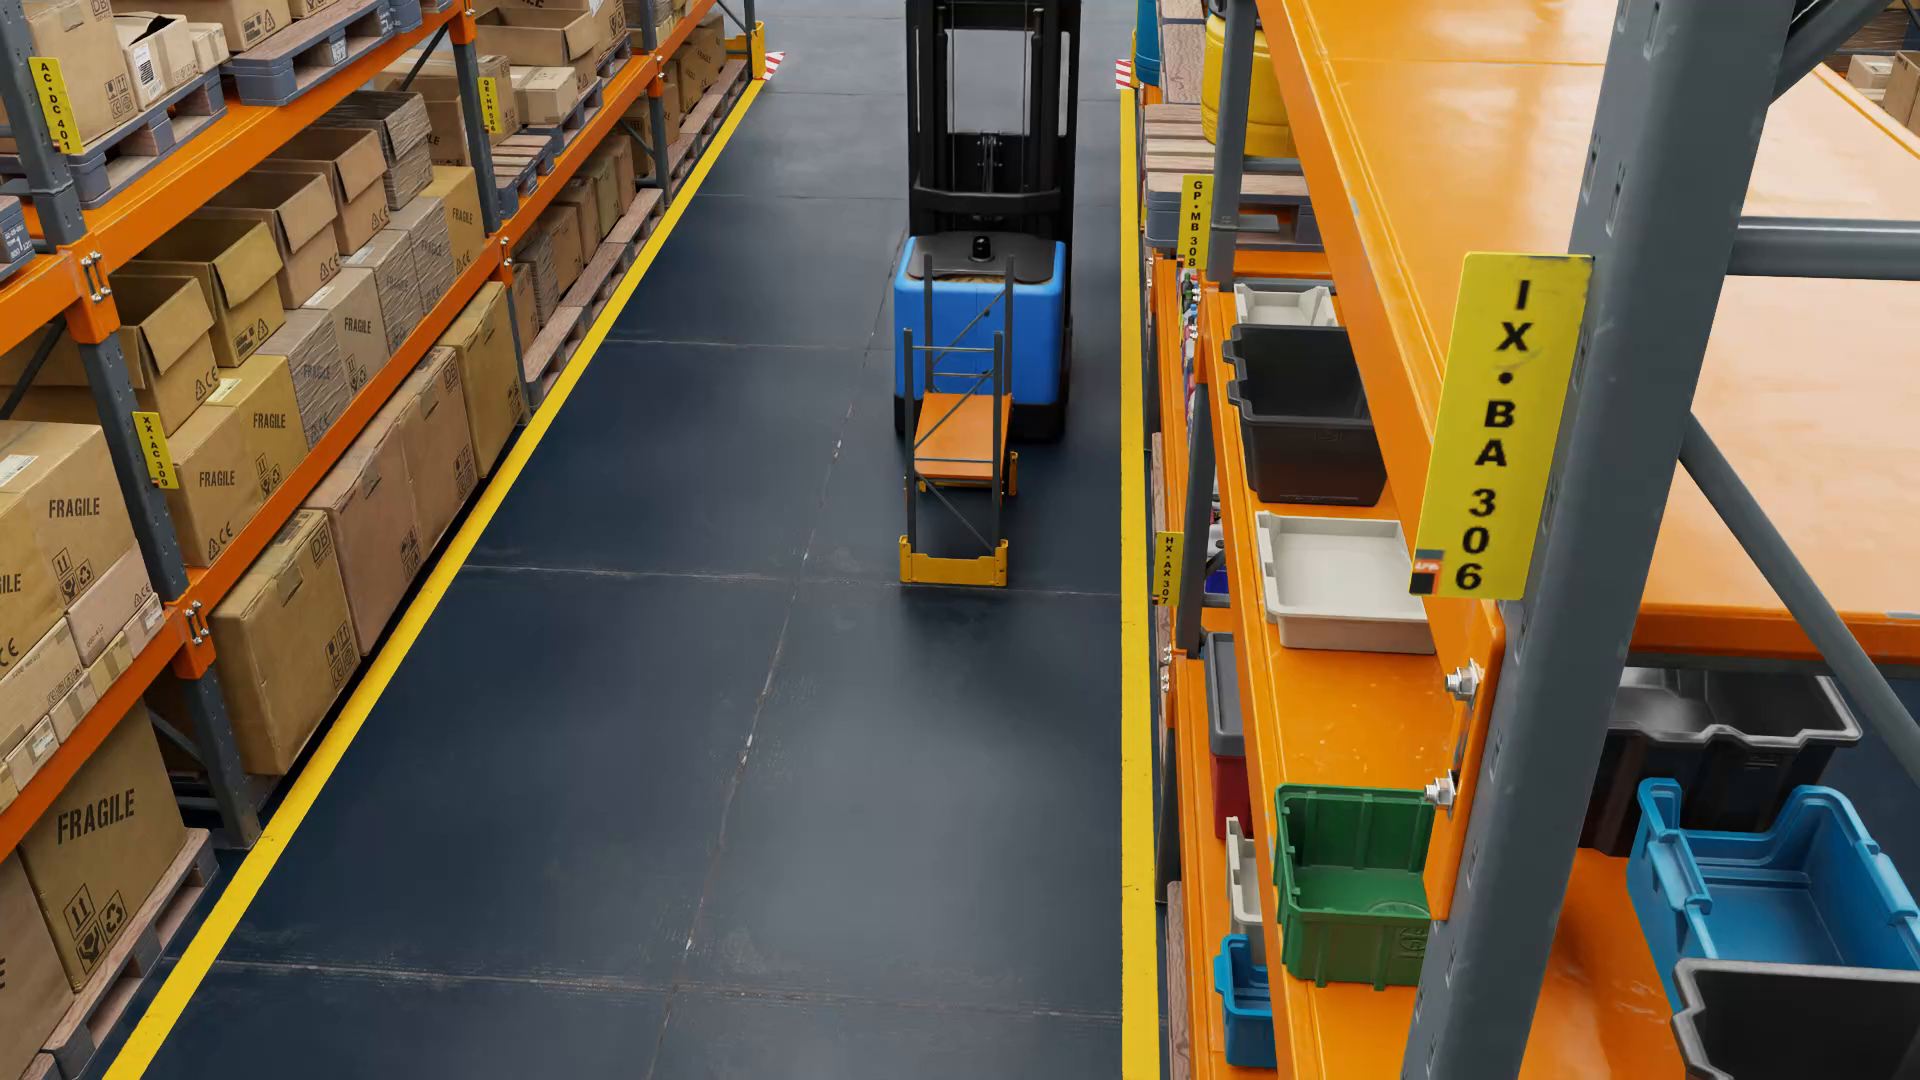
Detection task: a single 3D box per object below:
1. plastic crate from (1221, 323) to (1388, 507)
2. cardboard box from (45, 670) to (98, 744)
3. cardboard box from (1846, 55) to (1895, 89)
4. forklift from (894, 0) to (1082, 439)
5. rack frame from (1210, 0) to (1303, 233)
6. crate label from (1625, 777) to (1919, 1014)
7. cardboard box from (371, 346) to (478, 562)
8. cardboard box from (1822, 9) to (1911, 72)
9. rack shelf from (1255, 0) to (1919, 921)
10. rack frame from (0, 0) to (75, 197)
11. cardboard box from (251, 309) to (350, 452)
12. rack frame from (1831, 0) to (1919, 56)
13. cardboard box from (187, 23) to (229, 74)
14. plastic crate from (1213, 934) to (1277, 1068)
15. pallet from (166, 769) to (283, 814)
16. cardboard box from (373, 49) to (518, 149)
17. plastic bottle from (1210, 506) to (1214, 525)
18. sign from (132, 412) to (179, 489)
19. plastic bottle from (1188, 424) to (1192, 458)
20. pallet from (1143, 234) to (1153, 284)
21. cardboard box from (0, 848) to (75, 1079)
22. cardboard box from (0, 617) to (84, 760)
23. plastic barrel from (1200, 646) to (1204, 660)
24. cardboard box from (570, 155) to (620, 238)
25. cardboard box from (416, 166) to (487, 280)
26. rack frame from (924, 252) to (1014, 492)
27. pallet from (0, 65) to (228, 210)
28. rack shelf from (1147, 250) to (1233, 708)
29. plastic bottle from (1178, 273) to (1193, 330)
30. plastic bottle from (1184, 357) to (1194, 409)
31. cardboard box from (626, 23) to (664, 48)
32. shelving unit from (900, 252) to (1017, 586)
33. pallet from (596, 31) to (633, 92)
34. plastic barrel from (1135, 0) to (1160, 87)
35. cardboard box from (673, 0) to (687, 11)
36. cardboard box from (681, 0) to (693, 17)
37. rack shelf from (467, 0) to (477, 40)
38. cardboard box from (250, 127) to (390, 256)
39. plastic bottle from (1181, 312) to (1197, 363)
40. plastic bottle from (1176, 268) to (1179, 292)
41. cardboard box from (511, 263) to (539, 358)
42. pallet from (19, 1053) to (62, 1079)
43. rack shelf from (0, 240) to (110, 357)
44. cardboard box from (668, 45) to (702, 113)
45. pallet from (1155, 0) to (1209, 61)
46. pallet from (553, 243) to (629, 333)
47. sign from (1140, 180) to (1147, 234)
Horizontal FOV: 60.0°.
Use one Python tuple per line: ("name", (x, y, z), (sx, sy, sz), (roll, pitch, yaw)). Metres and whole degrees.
("plastic crate", (0.952, -0.331, 4.474), (0.497, 0.269, 0.590), (2, 32, 4))
("cardboard box", (-3.350, 0.590, 5.954), (0.380, 0.149, 0.250), (2, 32, 3))
("cardboard box", (6.918, -3.394, 12.322), (0.500, 0.250, 0.500), (4, 32, 7))
("forklift", (0.228, -2.631, 11.007), (1.130, 2.935, 3.031), (3, 32, 4))
("rack frame", (1.327, -2.302, 4.688), (1.000, 3.000, 0.127), (2, 32, 4))
("crate label", (1.398, 0.661, 2.881), (0.408, 0.251, 0.502), (2, 32, 4))
("cardboard box", (-3.441, -0.500, 9.107), (1.225, 0.875, 0.875), (3, 32, 4))
("cardboard box", (6.945, -3.992, 13.054), (0.700, 0.500, 0.500), (2, 32, 3))
("rack shelf", (1.164, -0.780, 3.285), (1.077, 0.370, 4.000), (2, 32, 4))
("rack frame", (-3.610, -2.513, 5.031), (1.000, 3.000, 0.127), (2, 32, 4))
("cardboard box", (-3.242, -0.756, 7.803), (0.500, 0.500, 0.500), (2, 32, 3))
("rack frame", (6.915, -3.718, 12.704), (1.000, 3.000, 0.127), (2, 32, 4))
("cardboard box", (-3.339, -2.080, 7.027), (0.380, 0.149, 0.250), (1, 32, 2))
("plastic crate", (0.913, 1.305, 4.657), (0.416, 0.233, 0.300), (2, 32, 4))
("pallet", (-3.622, 0.821, 7.997), (1.003, 0.211, 1.213), (2, 32, 4))
("cardboard box", (-3.334, -2.853, 10.805), (0.700, 0.500, 0.500), (7, 32, 11))
("plastic bottle", (1.010, -0.041, 6.849), (0.061, 0.283, 0.133), (2, 32, 4))
("sign", (-3.056, -0.339, 6.320), (0.100, 0.325, 0.005), (2, 32, 4))
("plastic bottle", (1.101, -0.470, 7.623), (0.097, 0.201, 0.097), (0, 32, 0))
("pallet", (1.953, -2.332, 13.113), (1.003, 0.211, 1.213), (2, 32, 4))
("cardboard box", (-3.816, 1.579, 5.735), (0.875, 0.875, 0.875), (2, 32, 4))
("cardboard box", (-3.424, 0.491, 5.735), (0.500, 0.250, 0.500), (3, 32, 5))
("plastic barrel", (1.446, 0.313, 7.764), (0.600, 0.901, 0.708), (2, 32, 4))
("cardboard box", (-3.087, -2.697, 13.011), (0.700, 0.500, 0.500), (2, 32, 4))
("cardboard box", (-3.077, -1.825, 9.537), (0.500, 0.500, 0.500), (3, 32, 5))
("rack frame", (0.048, -0.949, 9.641), (0.500, 1.500, 0.032), (2, 32, 4))
("pallet", (-3.584, -1.636, 6.650), (0.805, 0.209, 1.217), (1, 32, 2))
("rack shelf", (1.490, -0.487, 8.148), (1.077, 0.370, 4.000), (2, 32, 4))
("plastic bottle", (1.201, -1.267, 8.839), (0.061, 0.283, 0.133), (2, 32, 4))
("plastic bottle", (1.165, -0.797, 8.012), (0.144, 0.351, 0.185), (2, 32, 4))
("cardboard box", (-2.641, -4.135, 13.621), (0.380, 0.149, 0.250), (2, 32, 4))
("shelving unit", (0.006, -0.678, 9.201), (0.587, 1.500, 1.083), (2, 32, 4))
("pallet", (-3.166, -3.668, 12.805), (1.003, 0.211, 1.213), (2, 32, 4))
("plastic barrel", (1.645, -3.955, 12.612), (0.600, 0.901, 0.708), (2, 32, 4))
("cardboard box", (-2.784, -4.804, 14.088), (0.875, 0.500, 0.500), (2, 32, 4))
("cardboard box", (-2.543, -4.657, 14.468), (0.380, 0.149, 0.250), (2, 32, 4))
("rack shelf", (-3.121, -4.068, 11.098), (1.077, 0.370, 4.000), (2, 32, 4))
("cardboard box", (-3.415, -1.798, 8.538), (0.797, 0.503, 0.637), (3, 32, 5))
("plastic bottle", (1.183, -1.030, 8.464), (0.097, 0.271, 0.097), (0, 32, 0))
("plastic bottle", (1.258, -1.513, 9.249), (0.097, 0.271, 0.097), (0, 32, 0))
("cardboard box", (-3.249, -1.525, 11.110), (0.700, 0.500, 0.500), (1, 32, 1))
("pallet", (-3.846, 2.262, 5.659), (1.003, 0.211, 1.213), (2, 32, 4))
("rack shelf", (-3.772, 0.116, 4.310), (1.077, 0.370, 4.000), (2, 32, 4))
("cardboard box", (-2.785, -4.382, 15.765), (0.500, 0.500, 0.500), (5, 32, 9))
("pallet", (1.493, -2.640, 8.276), (1.003, 0.211, 1.213), (2, 32, 4))
("pallet", (-3.117, -1.909, 12.426), (1.003, 0.211, 1.213), (2, 32, 4))
("sign", (1.104, -1.929, 9.645), (0.100, 0.325, 0.005), (2, 32, 4))
